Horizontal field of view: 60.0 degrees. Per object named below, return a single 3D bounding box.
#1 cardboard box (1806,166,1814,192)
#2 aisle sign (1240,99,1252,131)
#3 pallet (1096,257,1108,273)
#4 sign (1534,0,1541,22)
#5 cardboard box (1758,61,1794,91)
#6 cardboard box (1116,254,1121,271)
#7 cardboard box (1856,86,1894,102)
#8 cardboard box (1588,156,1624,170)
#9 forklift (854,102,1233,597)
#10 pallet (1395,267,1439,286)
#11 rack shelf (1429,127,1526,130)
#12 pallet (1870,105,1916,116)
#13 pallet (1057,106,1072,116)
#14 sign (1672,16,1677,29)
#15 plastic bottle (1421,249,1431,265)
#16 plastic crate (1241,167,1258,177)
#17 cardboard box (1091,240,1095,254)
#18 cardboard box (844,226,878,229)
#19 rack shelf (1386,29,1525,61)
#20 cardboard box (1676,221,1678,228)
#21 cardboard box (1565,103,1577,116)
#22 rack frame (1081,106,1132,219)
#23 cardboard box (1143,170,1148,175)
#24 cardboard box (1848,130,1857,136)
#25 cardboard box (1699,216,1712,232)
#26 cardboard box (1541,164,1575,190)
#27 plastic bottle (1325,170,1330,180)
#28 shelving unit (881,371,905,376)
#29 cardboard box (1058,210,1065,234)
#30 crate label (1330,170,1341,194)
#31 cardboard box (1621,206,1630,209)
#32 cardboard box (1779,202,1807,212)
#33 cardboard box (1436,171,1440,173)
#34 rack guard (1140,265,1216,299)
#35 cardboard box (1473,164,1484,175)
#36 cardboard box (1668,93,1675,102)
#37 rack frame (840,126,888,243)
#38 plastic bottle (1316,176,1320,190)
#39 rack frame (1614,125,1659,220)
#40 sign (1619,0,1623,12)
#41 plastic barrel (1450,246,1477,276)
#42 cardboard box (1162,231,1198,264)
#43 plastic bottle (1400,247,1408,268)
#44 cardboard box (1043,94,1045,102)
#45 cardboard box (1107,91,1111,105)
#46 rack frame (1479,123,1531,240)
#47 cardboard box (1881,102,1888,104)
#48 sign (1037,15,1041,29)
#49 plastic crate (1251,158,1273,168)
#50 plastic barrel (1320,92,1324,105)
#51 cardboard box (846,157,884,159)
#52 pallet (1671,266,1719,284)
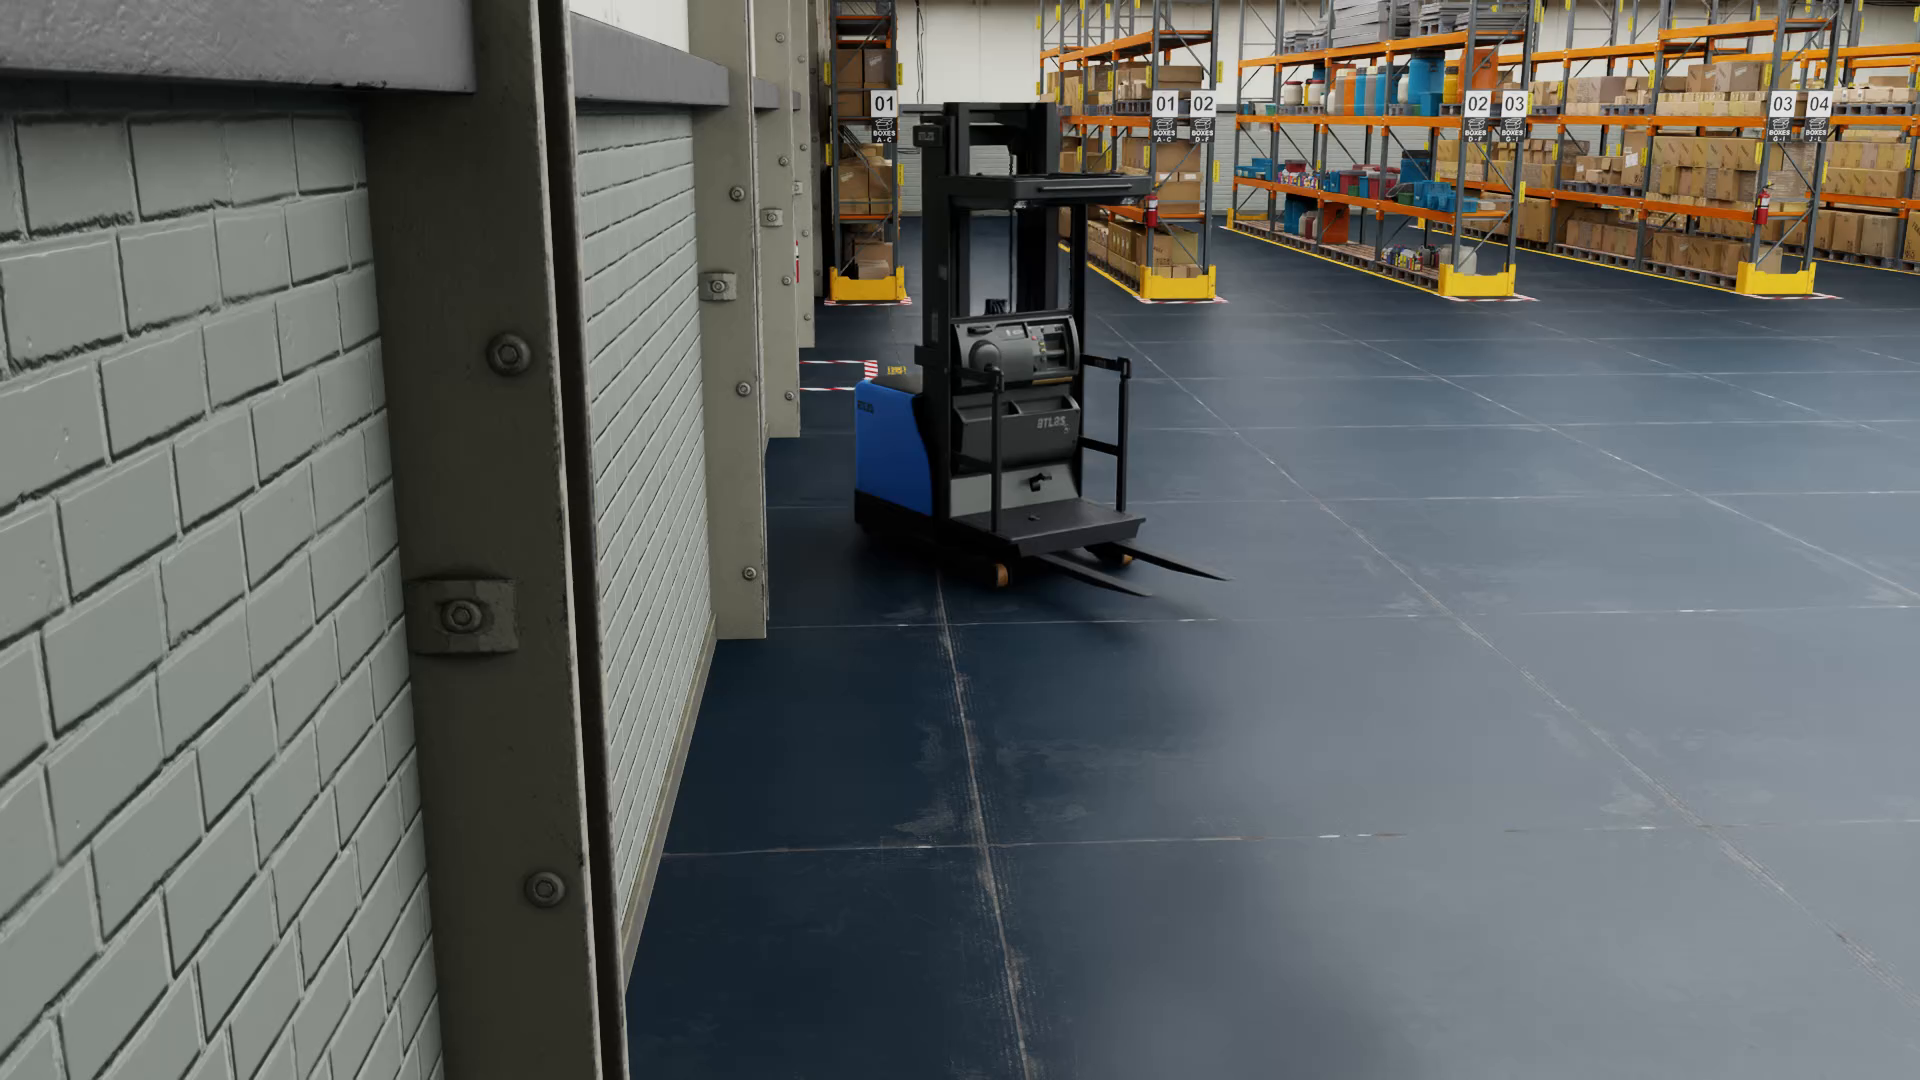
[{"bbox_3d":[17.615,-7.338,33.826,0.500,0.500,0.500,-1,14,-4],"label":"cardboard box"},{"bbox_3d":[7.125,-10.666,41.743,0.394,0.787,0.004,-1,14,-3],"label":"aisle sign"},{"bbox_3d":[3.141,-5.166,31.180,1.003,0.211,1.213,-1,14,-3],"label":"pallet"},{"bbox_3d":[8.967,-8.226,25.857,0.100,0.325,0.005,-1,14,-3],"label":"sign"},{"bbox_3d":[13.538,-7.751,27.813,0.500,0.500,0.500,-1,14,-4],"label":"cardboard box"},{"bbox_3d":[3.003,-4.836,28.979,0.500,0.250,0.500,-1,14,-3],"label":"cardboard box"},{"bbox_3d":[17.742,-8.631,32.167,0.500,0.311,0.500,-1,14,-5],"label":"cardboard box"},{"bbox_3d":[13.073,-7.461,33.462,0.700,0.500,0.500,1,14,5],"label":"cardboard box"},{"bbox_3d":[0.488,-1.247,10.492,1.130,2.935,3.031,-9,17,-32],"label":"forklift"},{"bbox_3d":[8.248,-4.587,28.930,1.003,0.211,1.213,-1,14,-3],"label":"pallet"},{"bbox_3d":[12.493,-10.077,40.095,1.077,0.370,4.000,-1,14,-3],"label":"rack shelf"},{"bbox_3d":[17.964,-8.124,31.447,0.805,0.209,1.217,-1,15,-6],"label":"pallet"},{"bbox_3d":[2.700,-9.522,36.871,1.213,0.211,1.003,-1,14,-3],"label":"pallet"},{"bbox_3d":[17.881,-12.959,41.643,0.100,0.325,0.005,-1,14,-3],"label":"sign"},{"bbox_3d":[8.363,-5.091,29.877,0.152,0.276,0.135,-1,14,-3],"label":"plastic bottle"},{"bbox_3d":[7.154,-9.111,41.134,0.416,0.233,0.300,-1,14,-3],"label":"plastic crate"},{"bbox_3d":[2.819,-5.684,32.272,0.500,0.250,0.500,-1,14,-2],"label":"cardboard box"},{"bbox_3d":[-1.895,-5.822,32.269,0.700,0.500,0.500,-1,14,-4],"label":"cardboard box"},{"bbox_3d":[8.293,-8.275,27.875,1.077,0.370,4.000,-1,14,-3],"label":"rack shelf"},{"bbox_3d":[17.277,-7.508,39.564,0.380,0.149,0.250,0,14,-2],"label":"cardboard box"},{"bbox_3d":[12.640,-8.740,33.755,0.500,0.250,0.500,-1,14,-2],"label":"cardboard box"},{"bbox_3d":[2.978,-7.328,33.989,1.000,3.000,0.127,-1,14,-3],"label":"rack frame"},{"bbox_3d":[3.212,-5.985,27.264,0.380,0.149,0.250,-1,14,-3],"label":"cardboard box"},{"bbox_3d":[22.060,-9.991,40.828,0.380,0.149,0.250,-1,14,-5],"label":"cardboard box"},{"bbox_3d":[17.355,-7.332,38.175,0.500,0.500,0.500,0,14,-1],"label":"cardboard box"},{"bbox_3d":[12.587,-7.648,35.030,0.500,0.500,0.500,0,14,-2],"label":"cardboard box"},{"bbox_3d":[7.982,-7.842,36.083,0.144,0.351,0.185,-1,14,-3],"label":"plastic bottle"},{"bbox_3d":[-0.420,-0.678,12.054,0.215,1.050,0.252,-9,17,-32],"label":"shelving unit"},{"bbox_3d":[2.517,-7.202,37.630,0.500,0.500,0.500,-2,15,-6],"label":"cardboard box"},{"bbox_3d":[7.713,-7.170,33.302,0.502,0.435,0.616,-1,14,-3],"label":"crate label"},{"bbox_3d":[17.020,-8.497,42.215,0.380,0.149,0.250,-2,15,-6],"label":"cardboard box"},{"bbox_3d":[13.581,-5.444,27.168,0.380,0.149,0.250,-1,14,-3],"label":"cardboard box"},{"bbox_3d":[12.096,-9.128,41.486,0.380,0.149,0.250,-1,14,-5],"label":"cardboard box"},{"bbox_3d":[3.475,-4.122,26.545,1.175,0.500,0.348,-1,14,-3],"label":"rack guard"},{"bbox_3d":[12.328,-8.652,38.839,0.500,0.250,0.500,-1,14,-4],"label":"cardboard box"},{"bbox_3d":[12.910,-7.908,29.723,0.380,0.149,0.250,-2,15,-6],"label":"cardboard box"},{"bbox_3d":[-1.966,-7.251,33.688,1.000,3.000,0.127,-1,14,-3],"label":"rack frame"},{"bbox_3d":[7.471,-7.441,34.663,0.061,0.283,0.133,-1,14,-3],"label":"plastic bottle"},{"bbox_3d":[17.326,-9.521,42.513,1.000,3.000,0.127,-1,14,-3],"label":"rack frame"},{"bbox_3d":[13.406,-10.887,33.748,0.100,0.325,0.005,-1,14,-3],"label":"sign"},{"bbox_3d":[8.300,-4.575,27.439,0.421,0.512,0.421,0,14,0],"label":"plastic barrel"},{"bbox_3d":[3.629,-4.835,27.468,0.500,0.500,0.500,-1,14,-3],"label":"cardboard box"},{"bbox_3d":[7.843,-4.980,29.293,0.144,0.351,0.185,-1,14,-4],"label":"plastic bottle"},{"bbox_3d":[2.278,-10.684,40.309,0.500,0.250,0.500,-1,14,-3],"label":"cardboard box"},{"bbox_3d":[3.137,-8.527,32.087,0.500,0.250,0.500,-1,14,-5],"label":"cardboard box"},{"bbox_3d":[12.617,-8.475,38.446,1.000,3.000,0.127,-1,14,-3],"label":"rack frame"},{"bbox_3d":[22.133,-10.431,39.487,0.380,0.149,0.250,-1,14,-2],"label":"cardboard box"},{"bbox_3d":[1.940,-12.706,40.816,0.100,0.325,0.005,-1,14,-3],"label":"sign"},{"bbox_3d":[7.633,-9.359,41.691,0.616,0.435,0.499,-1,14,-3],"label":"plastic crate"},{"bbox_3d":[7.709,-9.257,34.901,0.301,0.262,0.301,0,14,0],"label":"plastic barrel"},{"bbox_3d":[-1.866,-7.257,32.629,0.700,0.500,0.500,-2,15,-9],"label":"cardboard box"},{"bbox_3d":[13.268,-4.665,29.232,1.003,0.211,1.213,-1,14,-3],"label":"pallet"}]
